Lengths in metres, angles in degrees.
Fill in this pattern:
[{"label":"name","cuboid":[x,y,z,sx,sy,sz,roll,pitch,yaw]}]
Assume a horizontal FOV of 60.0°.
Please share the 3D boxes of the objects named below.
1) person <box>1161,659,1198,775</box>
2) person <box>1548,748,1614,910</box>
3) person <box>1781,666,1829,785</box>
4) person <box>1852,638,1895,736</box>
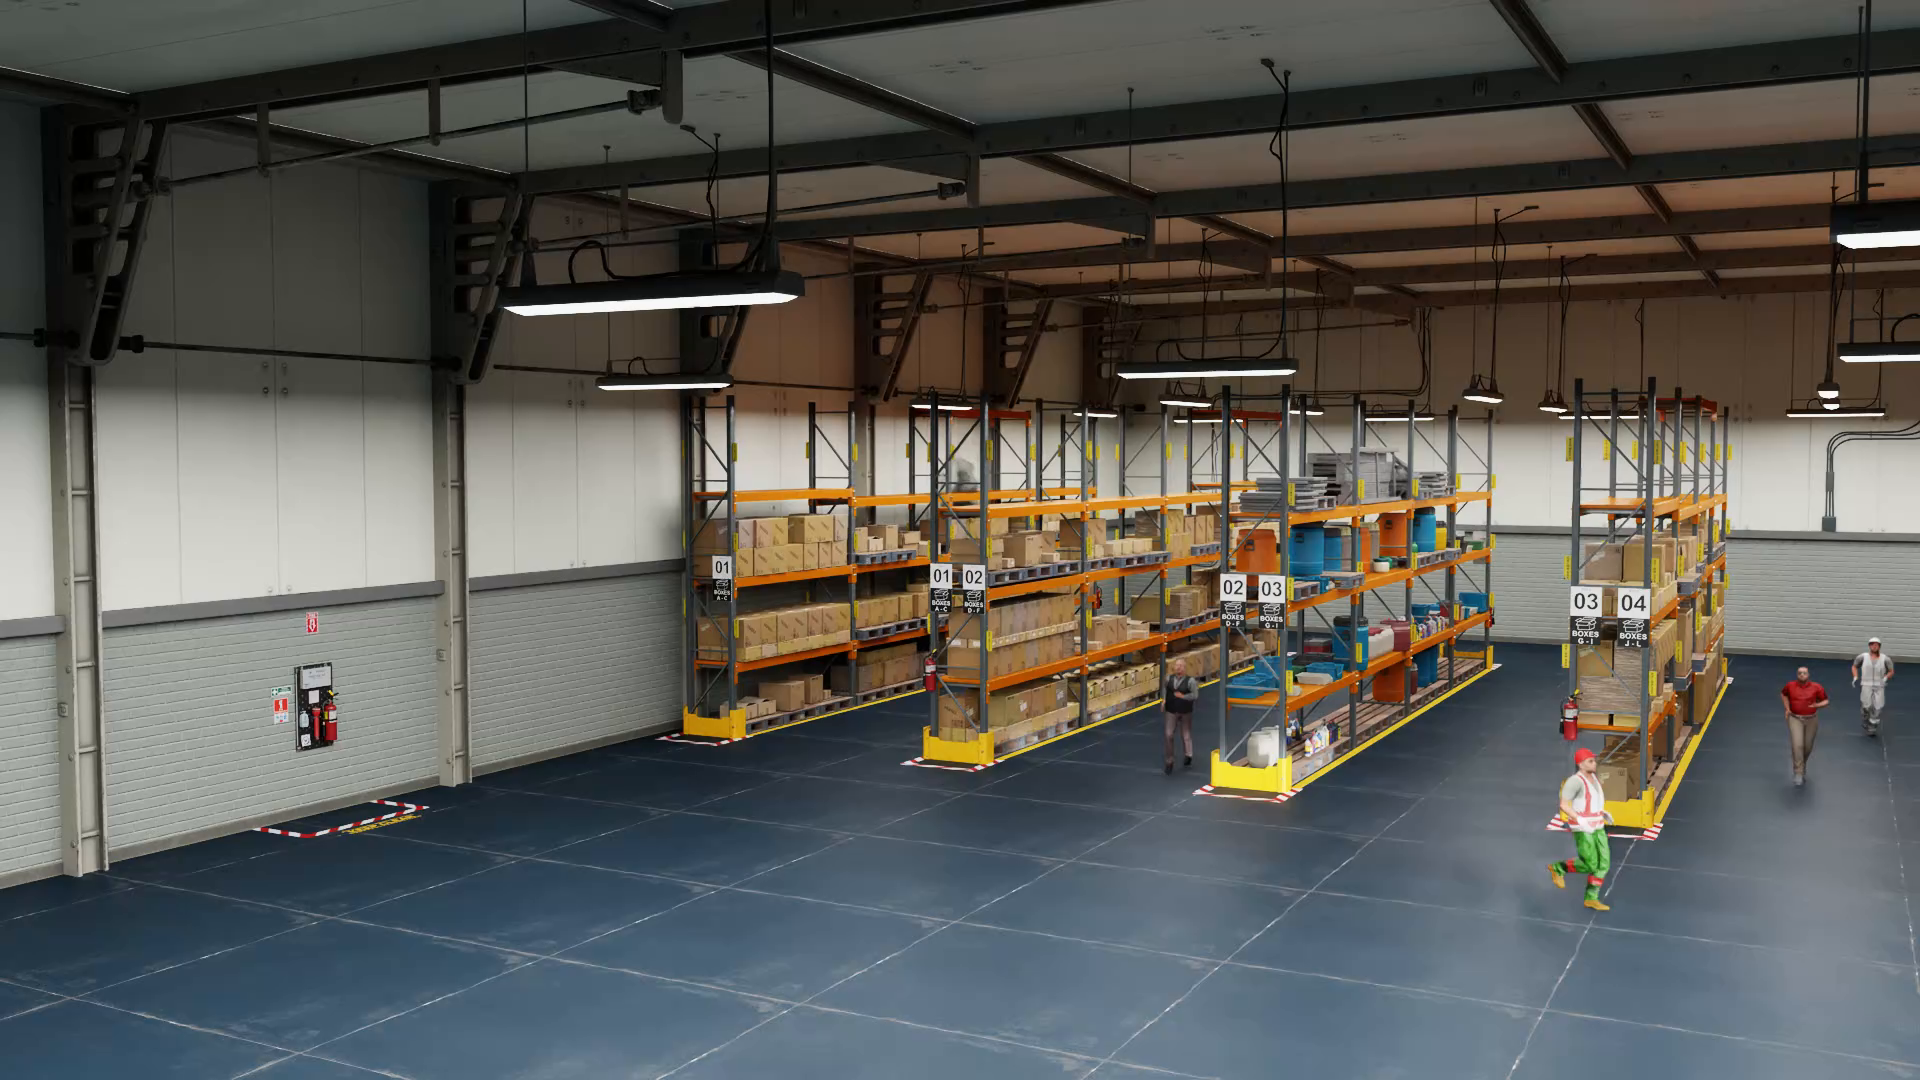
[{"label":"person","cuboid":[3.446,2.761,26.126,0.635,1.775,0.801,1,3,20]},{"label":"person","cuboid":[6.876,3.166,18.356,0.656,1.749,0.704,-2,4,-37]},{"label":"person","cuboid":[12.913,2.804,25.428,0.641,1.762,0.912,1,3,23]},{"label":"person","cuboid":[16.089,2.594,29.291,0.664,1.745,0.583,1,3,26]}]
